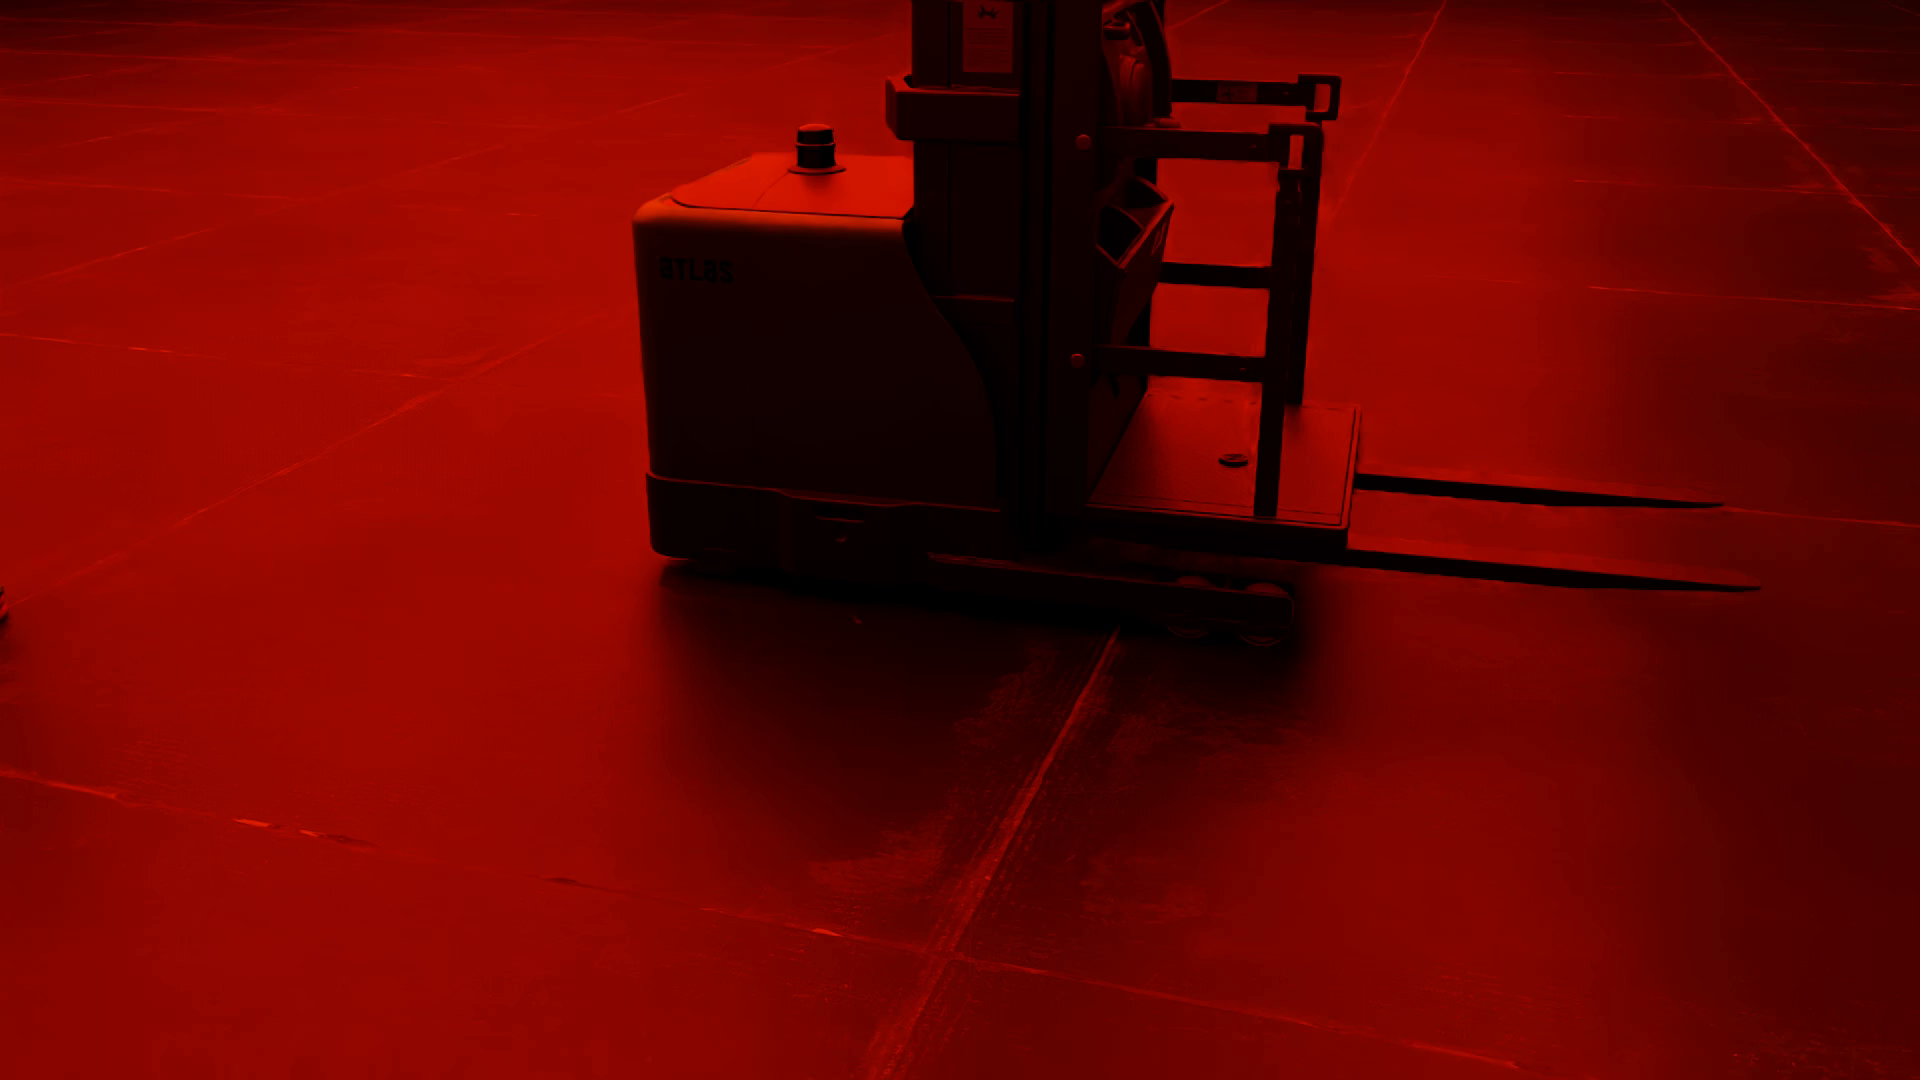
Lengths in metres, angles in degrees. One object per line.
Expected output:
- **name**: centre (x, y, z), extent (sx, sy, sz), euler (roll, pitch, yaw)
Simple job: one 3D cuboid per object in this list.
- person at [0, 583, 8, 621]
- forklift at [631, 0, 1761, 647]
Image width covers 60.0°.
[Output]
- **person**: centre (-2.988, -0.573, 4.244), extent (0.700, 1.781, 1.031), euler (-8, 24, -19)
- **forklift**: centre (0.663, -1.296, 4.418), extent (3.031, 2.935, 1.130), euler (6, 23, 13)
